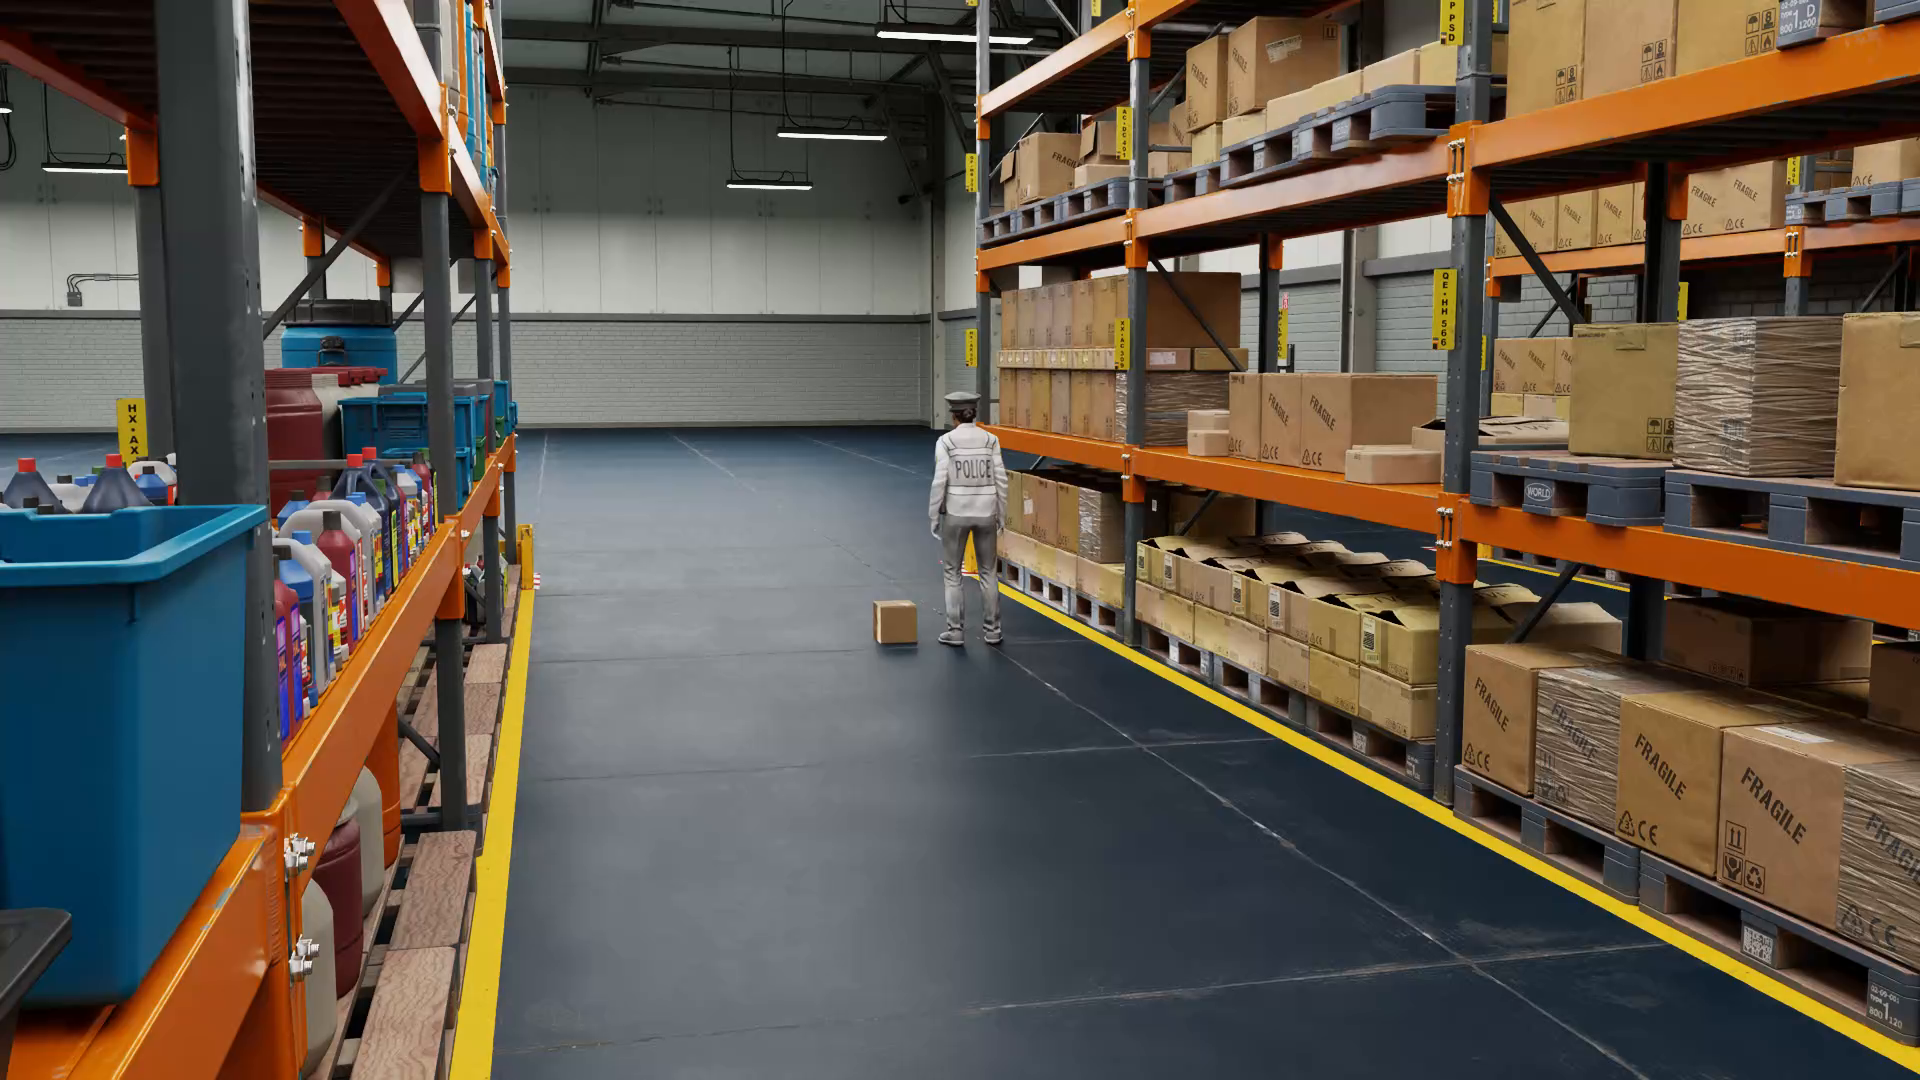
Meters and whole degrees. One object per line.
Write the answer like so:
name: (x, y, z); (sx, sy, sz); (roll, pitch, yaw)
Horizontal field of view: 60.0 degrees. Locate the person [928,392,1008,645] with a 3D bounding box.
person: (0.049, -0.139, 10.943); (0.530, 1.662, 0.382); (-2, 6, -16)
